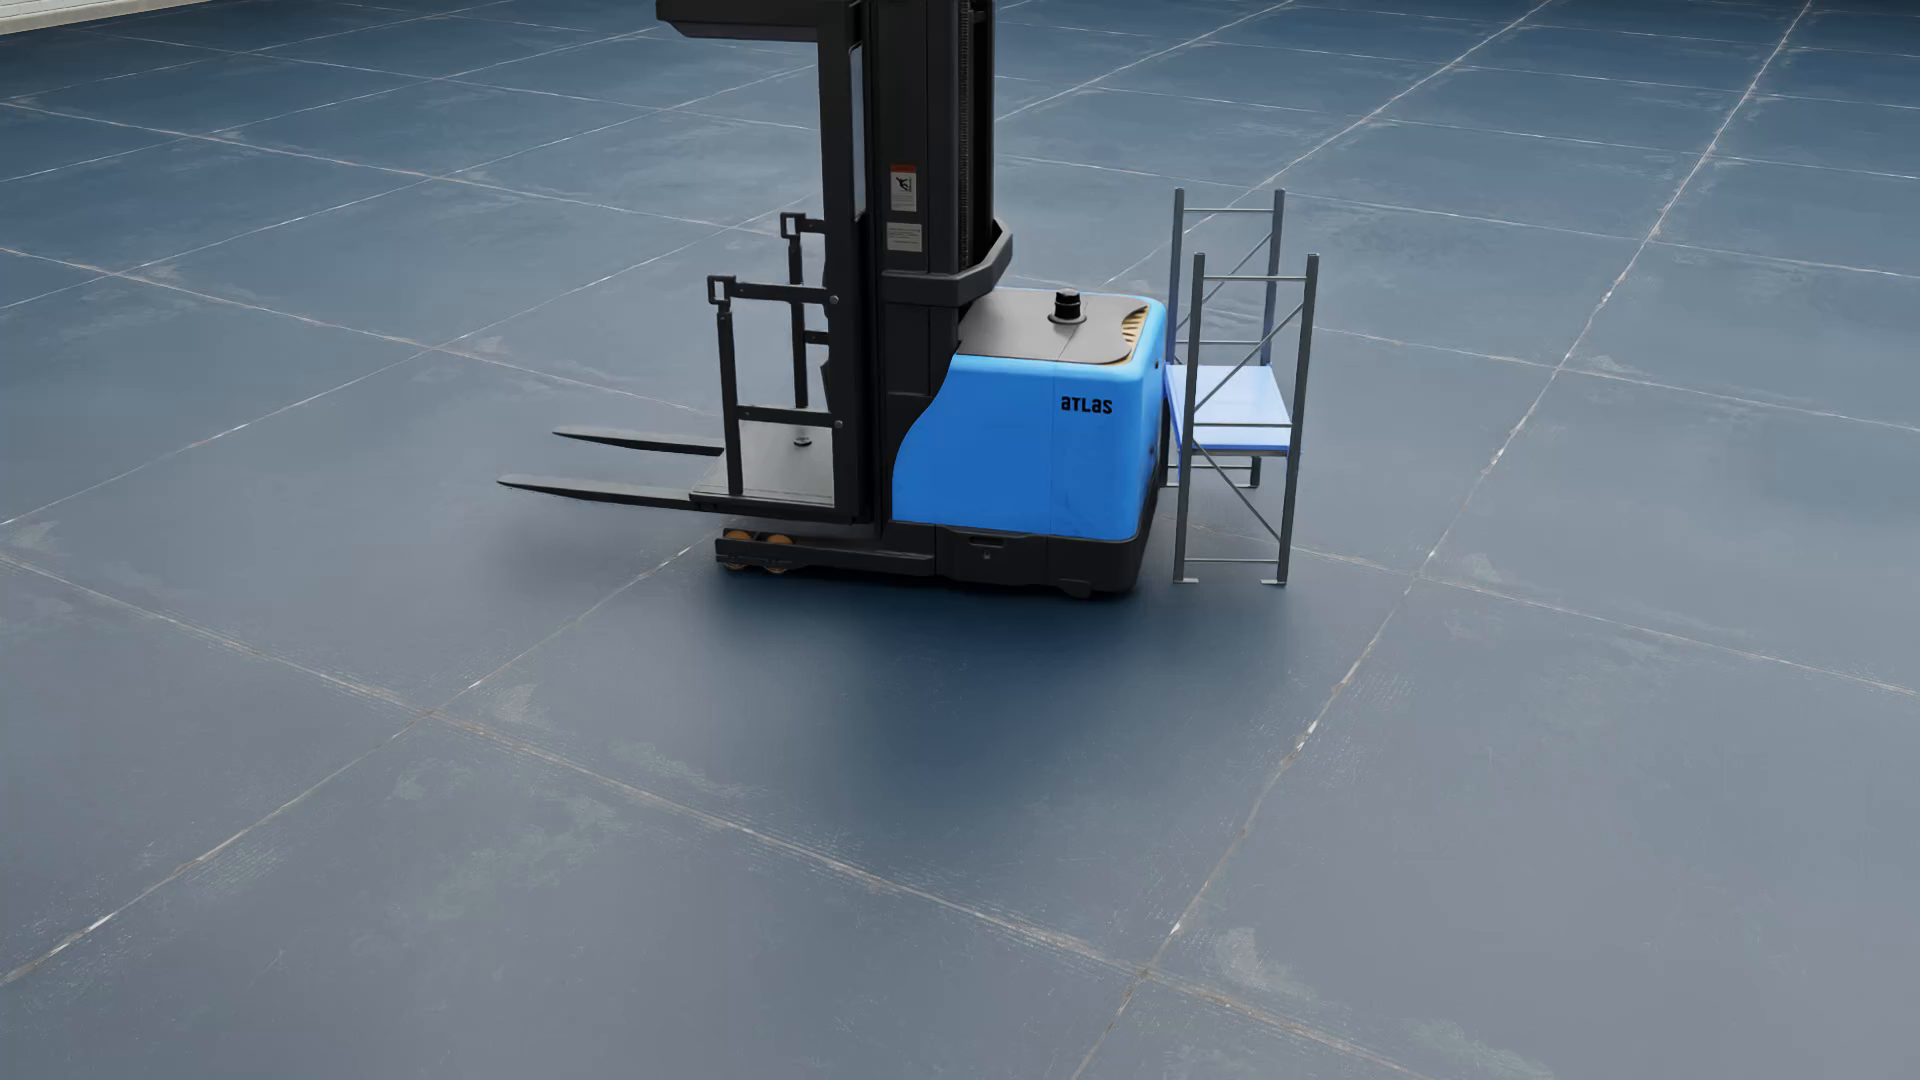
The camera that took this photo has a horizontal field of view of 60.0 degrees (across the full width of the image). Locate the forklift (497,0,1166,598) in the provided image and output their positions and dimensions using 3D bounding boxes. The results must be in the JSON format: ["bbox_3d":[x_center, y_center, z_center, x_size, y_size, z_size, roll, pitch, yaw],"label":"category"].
[{"bbox_3d":[-0.626,-1.387,7.247,3.031,2.935,1.130,6,27,11],"label":"forklift"}]

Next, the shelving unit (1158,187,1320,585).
[{"bbox_3d":[1.216,-0.711,7.495,0.538,1.500,1.048,1,27,2],"label":"shelving unit"}]

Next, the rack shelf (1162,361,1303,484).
[{"bbox_3d":[1.216,-0.550,7.575,0.538,0.185,1.000,1,27,2],"label":"rack shelf"}]

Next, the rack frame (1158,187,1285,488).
[{"bbox_3d":[1.236,-0.938,7.949,0.500,1.500,0.032,1,27,2],"label":"rack frame"}]

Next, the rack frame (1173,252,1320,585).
[{"bbox_3d":[1.197,-0.484,7.041,0.500,1.500,0.032,1,27,2],"label":"rack frame"}]
